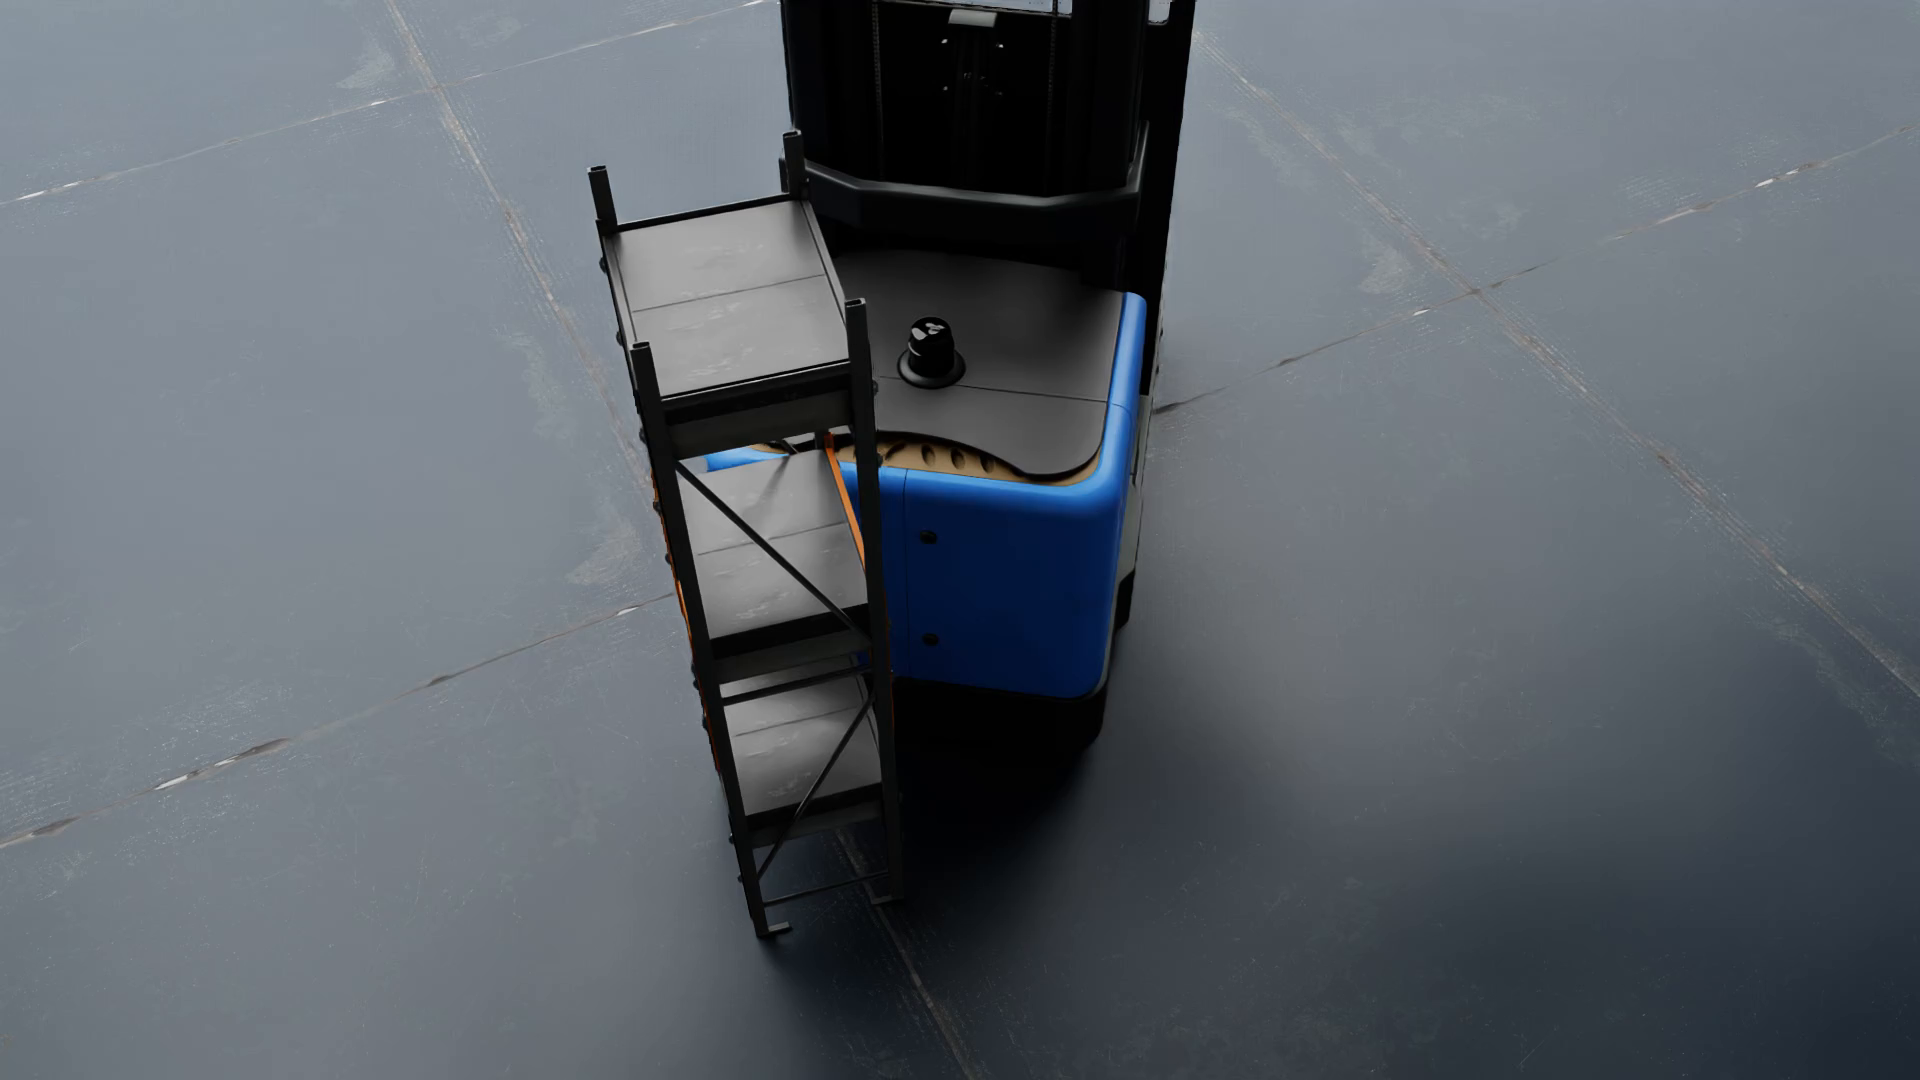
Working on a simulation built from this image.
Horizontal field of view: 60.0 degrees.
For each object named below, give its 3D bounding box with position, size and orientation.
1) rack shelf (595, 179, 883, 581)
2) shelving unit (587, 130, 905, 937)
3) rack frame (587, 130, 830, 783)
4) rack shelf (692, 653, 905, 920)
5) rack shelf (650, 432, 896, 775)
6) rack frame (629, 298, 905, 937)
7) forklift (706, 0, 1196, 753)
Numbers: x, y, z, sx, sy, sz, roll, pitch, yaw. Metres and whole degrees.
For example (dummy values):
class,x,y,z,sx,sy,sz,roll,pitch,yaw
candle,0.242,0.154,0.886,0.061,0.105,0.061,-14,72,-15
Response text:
class,x,y,z,sx,sy,sz,roll,pitch,yaw
rack shelf,-0.419,-0.306,3.202,0.431,0.518,0.480,-13,51,-10
shelving unit,-0.415,0.135,3.728,0.431,2.100,0.503,-13,51,-10
rack frame,-0.483,-0.045,3.879,0.400,2.100,0.015,-13,51,-10
rack shelf,-0.411,0.593,4.275,0.431,0.518,0.480,-13,51,-10
rack shelf,-0.415,0.143,3.738,0.431,0.518,0.480,-13,51,-10
rack frame,-0.347,0.314,3.577,0.400,2.100,0.015,-13,51,-10
forklift,0.108,-1.501,4.616,1.130,2.935,3.031,7,49,6
